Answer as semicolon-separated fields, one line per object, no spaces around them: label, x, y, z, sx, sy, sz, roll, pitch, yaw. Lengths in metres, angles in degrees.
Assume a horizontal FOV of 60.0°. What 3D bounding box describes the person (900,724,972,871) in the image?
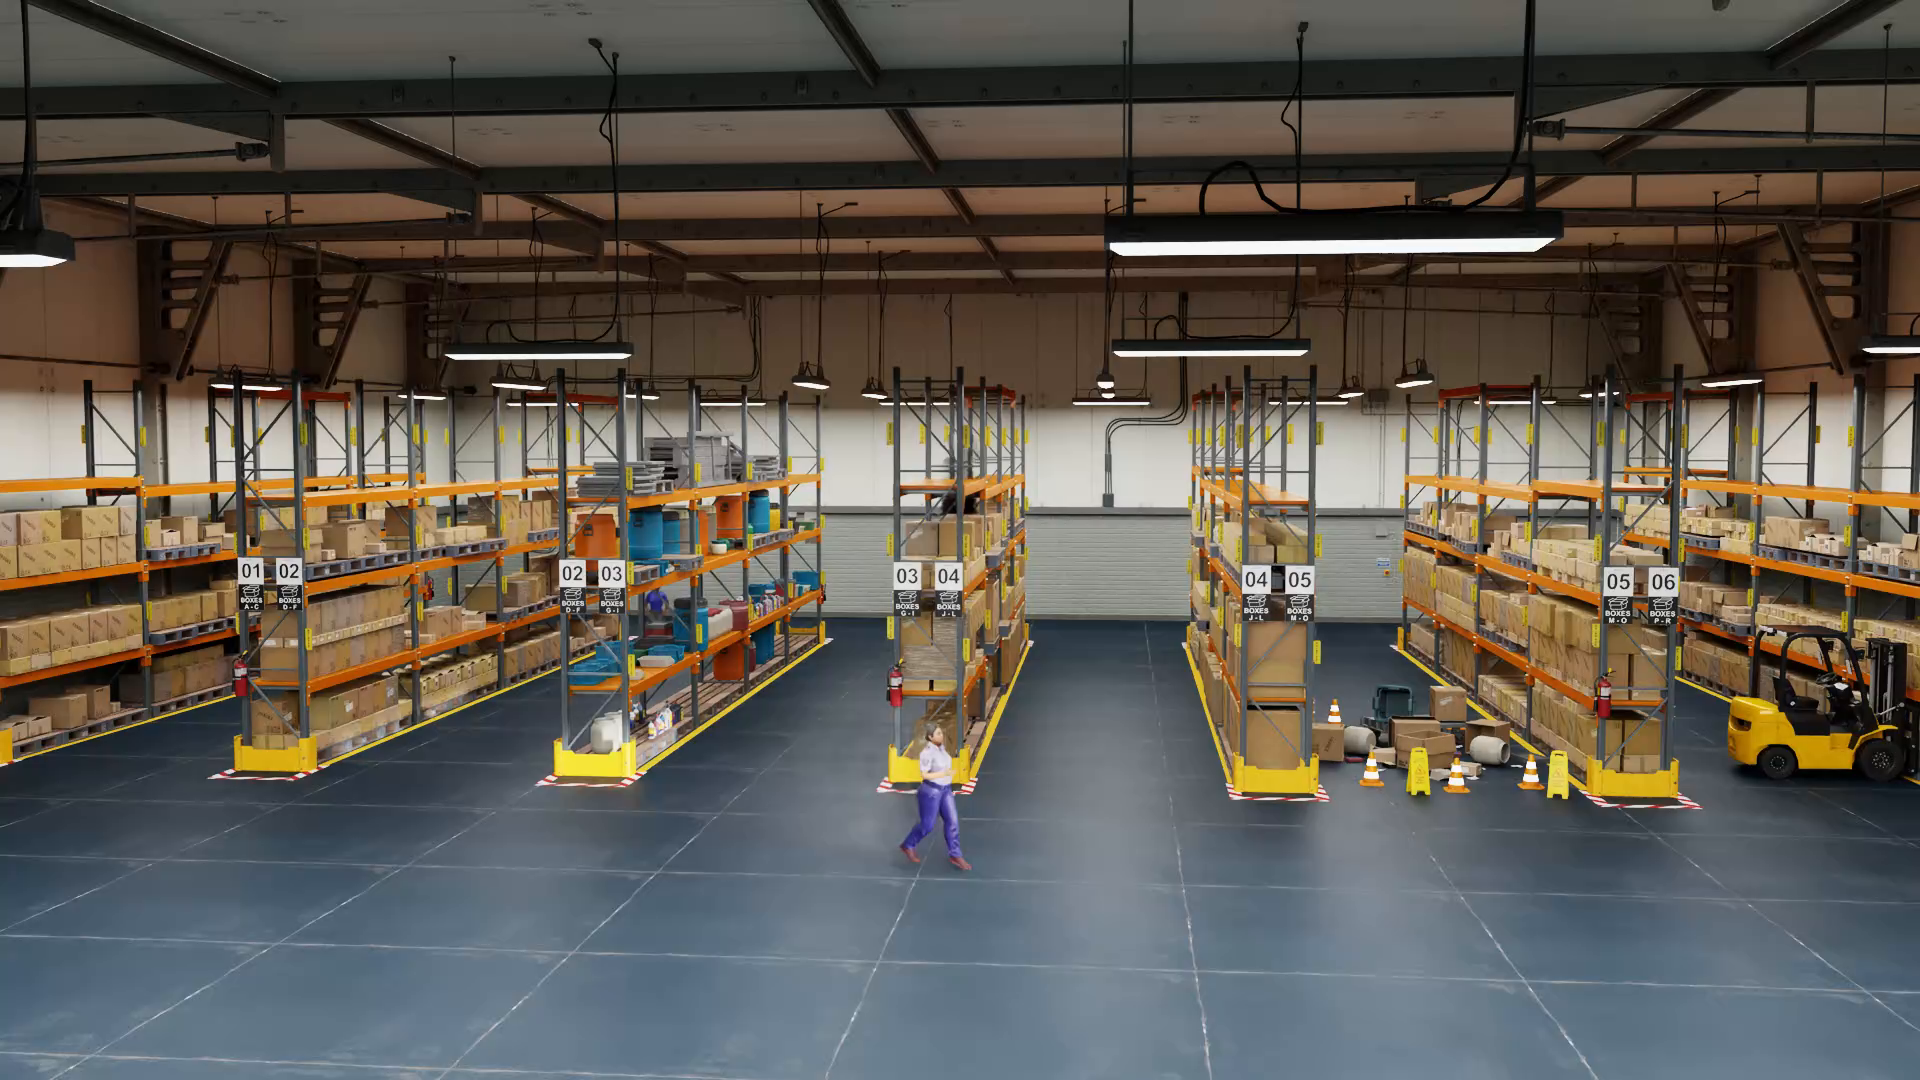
person;-0.291;2.964;19.250;0.876;1.669;0.598;2;4;32

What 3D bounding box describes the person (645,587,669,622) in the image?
person;-7.134;1.782;38.993;0.569;1.626;0.573;0;4;-1
